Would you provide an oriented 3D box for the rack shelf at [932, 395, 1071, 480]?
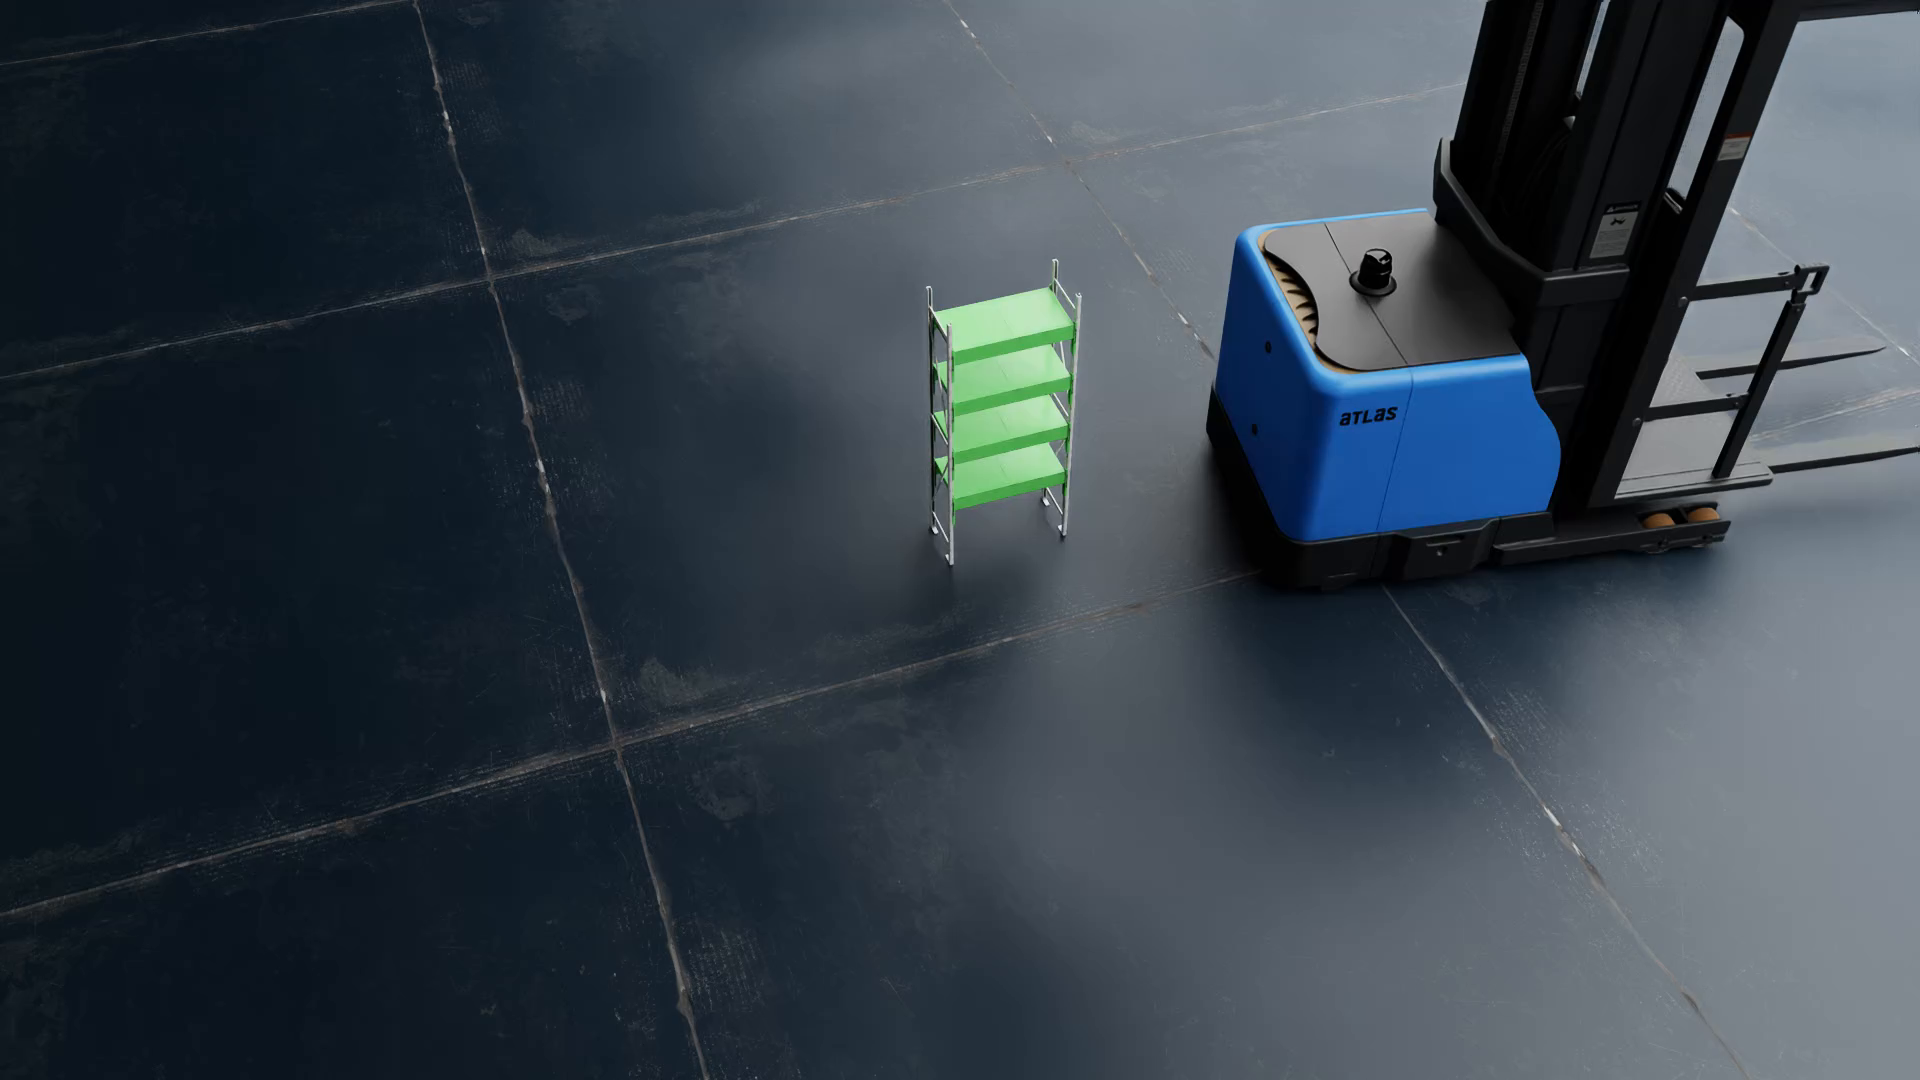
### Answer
[{"bbox_3d":[0.156,-0.418,6.410,0.480,0.148,0.258,-14,47,-14],"label":"rack shelf"}]

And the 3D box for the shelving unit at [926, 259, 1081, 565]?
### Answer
[{"bbox_3d":[0.156,-0.463,6.365,0.503,1.200,0.258,-14,47,-14],"label":"shelving unit"}]

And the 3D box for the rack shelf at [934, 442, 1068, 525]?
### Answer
[{"bbox_3d":[0.156,-0.249,6.580,0.480,0.148,0.258,-14,47,-14],"label":"rack shelf"}]

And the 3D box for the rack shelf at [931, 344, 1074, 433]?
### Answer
[{"bbox_3d":[0.156,-0.588,6.240,0.480,0.148,0.258,-14,47,-14],"label":"rack shelf"}]

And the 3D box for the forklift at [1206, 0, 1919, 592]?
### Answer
[{"bbox_3d":[2.620,-1.342,6.018,3.031,2.935,1.130,-7,46,-7],"label":"forklift"}]

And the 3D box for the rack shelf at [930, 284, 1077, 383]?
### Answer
[{"bbox_3d":[0.156,-0.757,6.070,0.480,0.148,0.258,-14,47,-14],"label":"rack shelf"}]

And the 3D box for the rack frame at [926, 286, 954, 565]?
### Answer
[{"bbox_3d":[-0.074,-0.405,6.306,0.015,1.200,0.240,-14,47,-14],"label":"rack frame"}]

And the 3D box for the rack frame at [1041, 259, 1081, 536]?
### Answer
[{"bbox_3d":[0.385,-0.522,6.423,0.015,1.200,0.240,-14,47,-14],"label":"rack frame"}]
